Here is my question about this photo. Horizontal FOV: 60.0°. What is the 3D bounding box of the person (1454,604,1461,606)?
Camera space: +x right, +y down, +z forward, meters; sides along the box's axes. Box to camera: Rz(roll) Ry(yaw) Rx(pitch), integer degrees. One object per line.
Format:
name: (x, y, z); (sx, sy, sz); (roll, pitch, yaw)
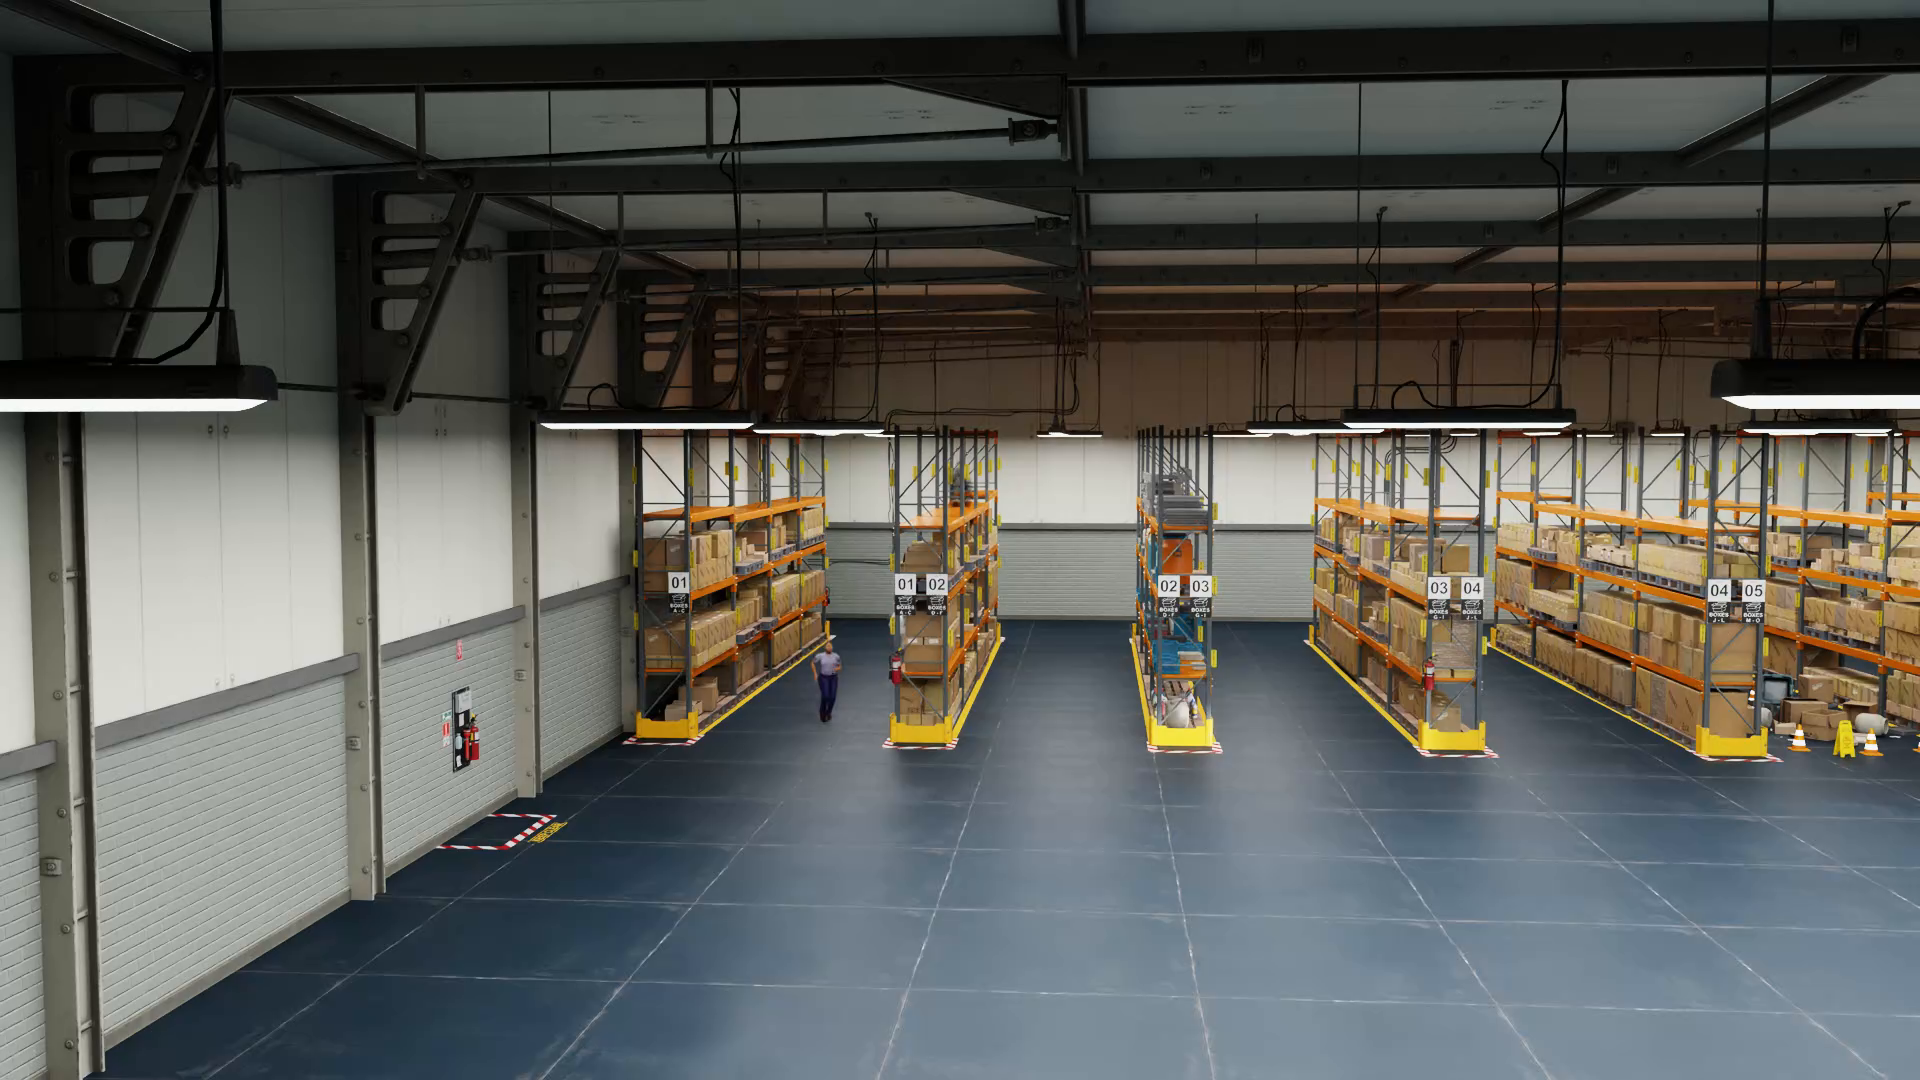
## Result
person: (13.403, 2.185, 44.365); (0.560, 1.594, 0.567); (0, 3, 1)

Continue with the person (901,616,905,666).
person: (-1.484, 2.388, 42.020); (0.340, 1.649, 0.430); (0, 3, 8)

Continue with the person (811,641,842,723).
person: (-2.673, 2.881, 33.754); (0.581, 1.667, 0.677); (-1, 4, -22)
